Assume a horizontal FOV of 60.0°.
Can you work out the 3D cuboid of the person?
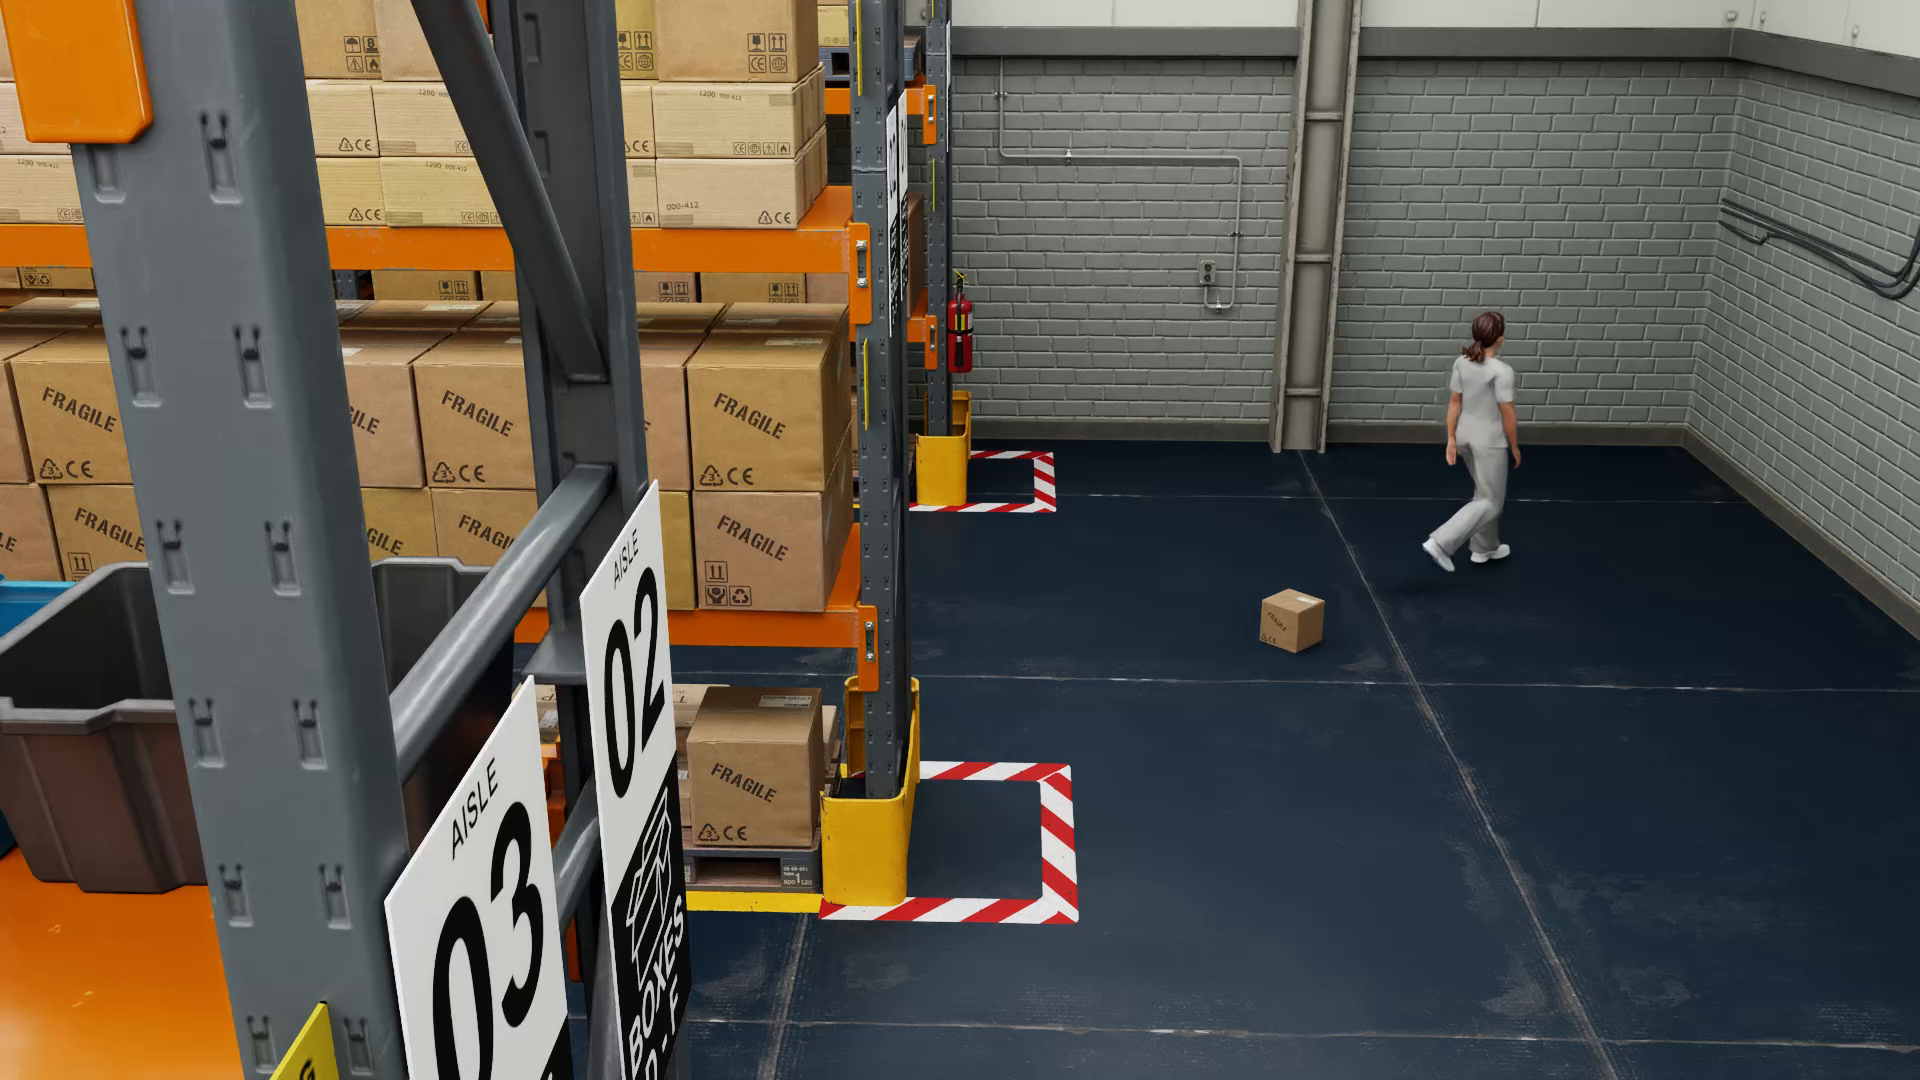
[{"bbox_3d":[3.148,-0.585,10.097,0.860,1.632,0.434,-10,23,-25],"label":"person"}]
